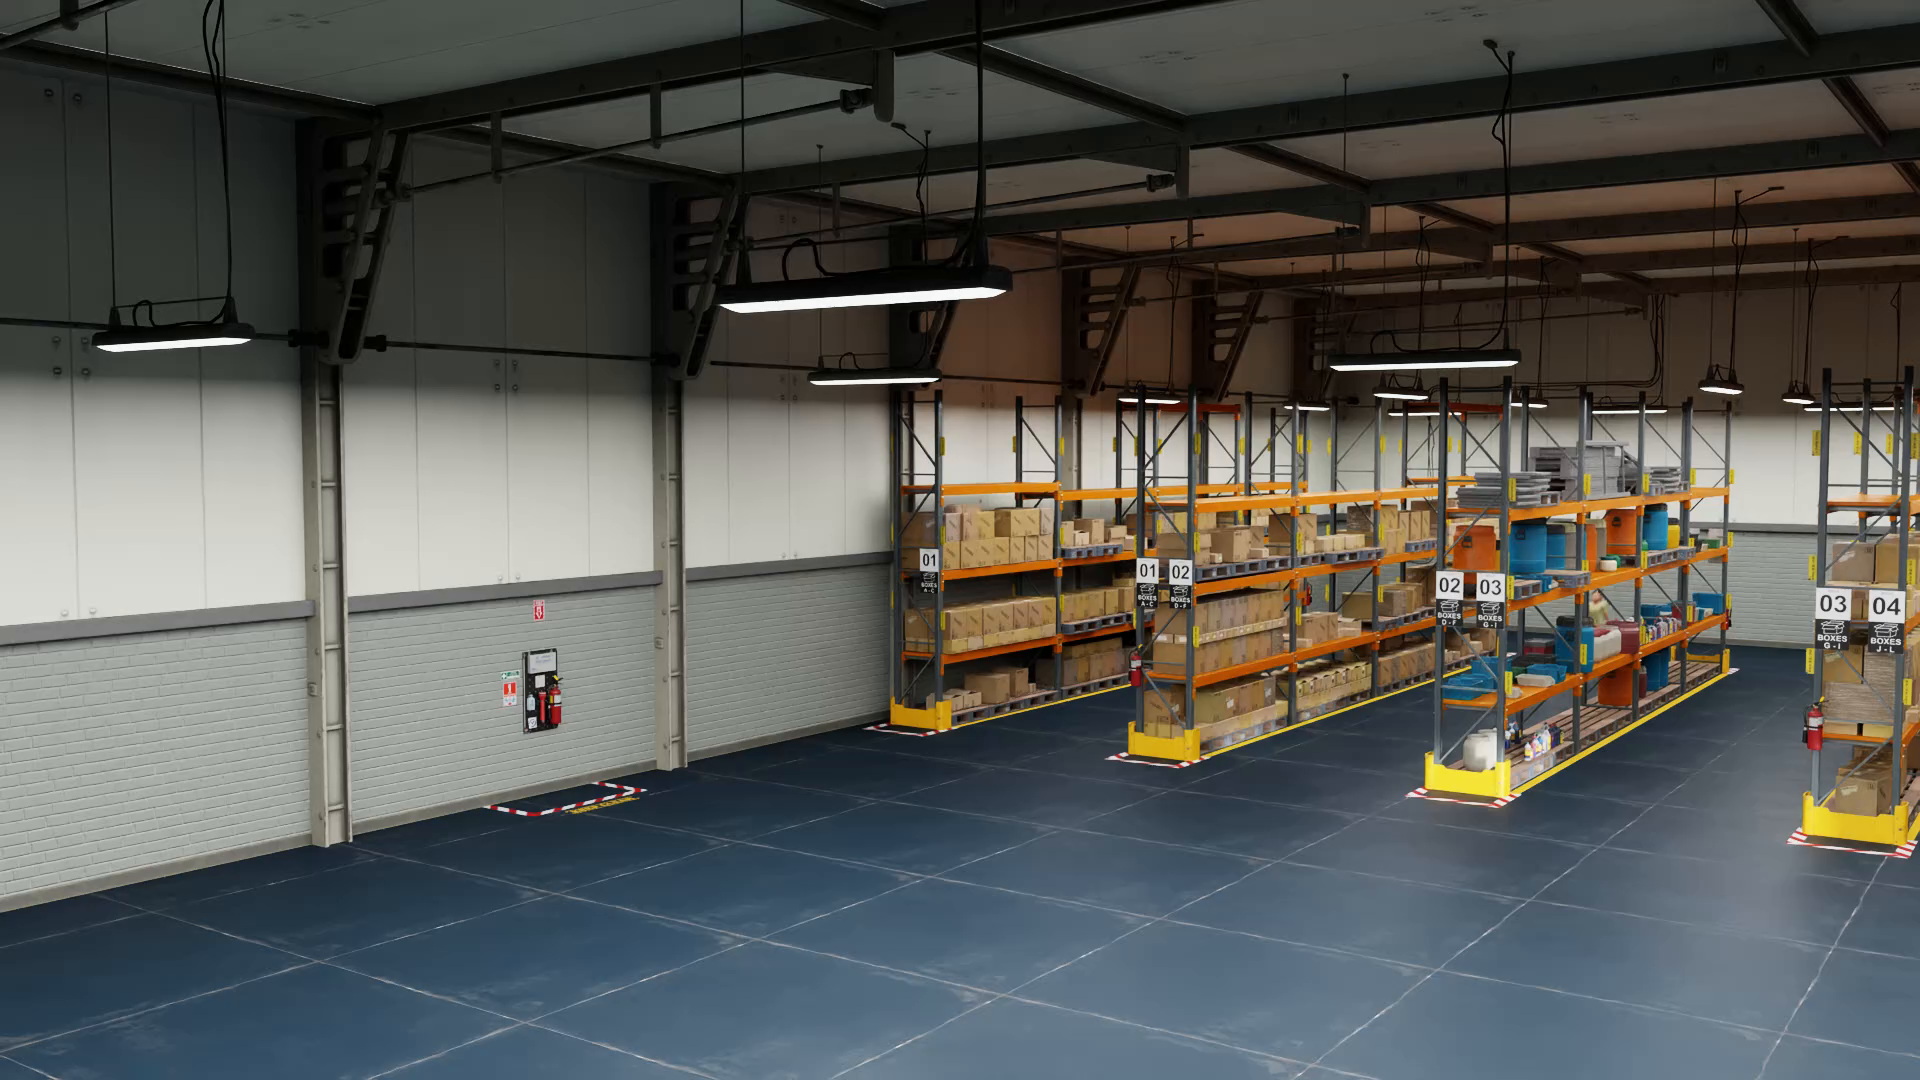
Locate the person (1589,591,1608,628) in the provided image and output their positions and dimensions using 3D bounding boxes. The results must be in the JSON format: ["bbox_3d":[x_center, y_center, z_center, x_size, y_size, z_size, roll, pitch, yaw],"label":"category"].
[{"bbox_3d":[14.820,1.990,38.805,0.498,1.603,1.060,2,4,38],"label":"person"}]
